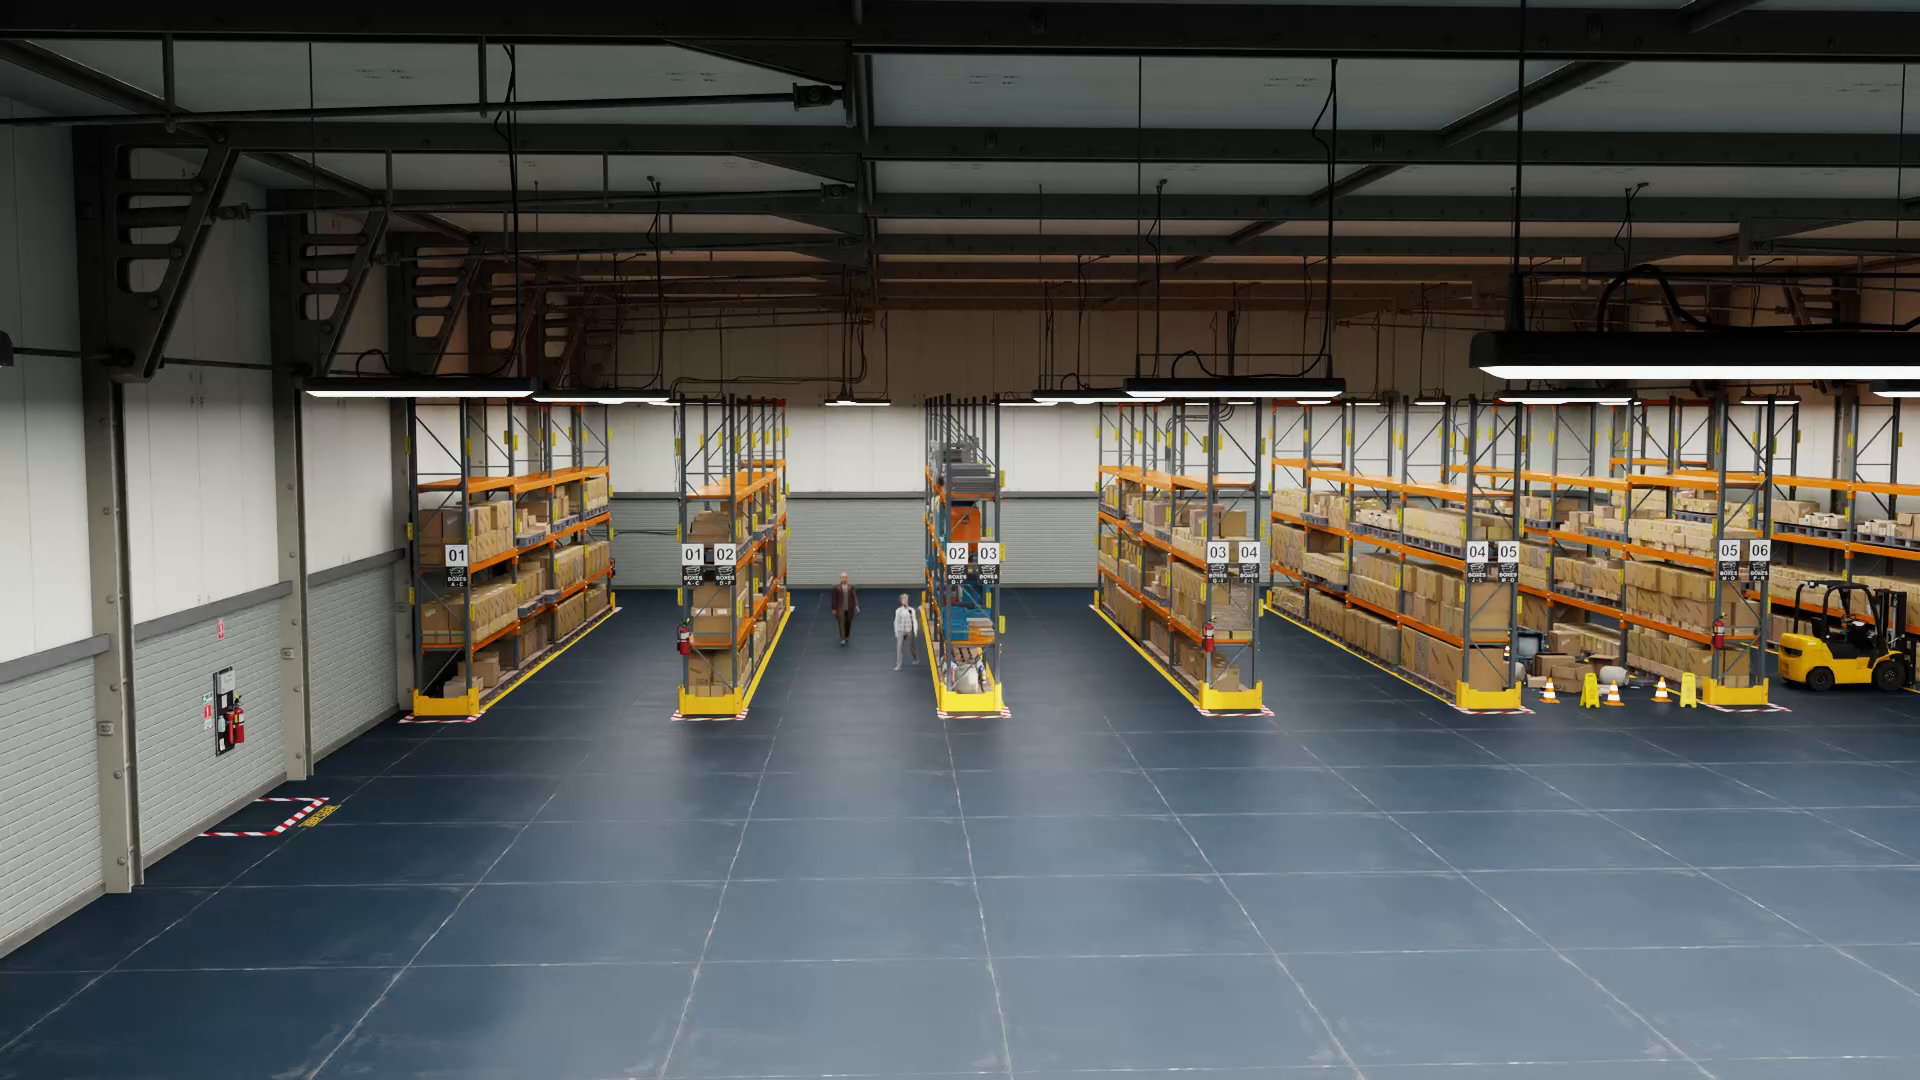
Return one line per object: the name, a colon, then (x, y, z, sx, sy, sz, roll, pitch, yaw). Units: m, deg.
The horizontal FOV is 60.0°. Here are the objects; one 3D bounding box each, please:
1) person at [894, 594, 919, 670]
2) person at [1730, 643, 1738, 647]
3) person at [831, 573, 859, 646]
person: (-1.171, 2.011, 36.535, 0.599, 1.631, 0.986, 1, 5, 18)
person: (16.918, 2.062, 36.358, 0.367, 1.603, 0.476, 2, 5, 29)
person: (-2.783, 1.667, 40.273, 0.677, 1.725, 1.129, -1, 5, -10)
